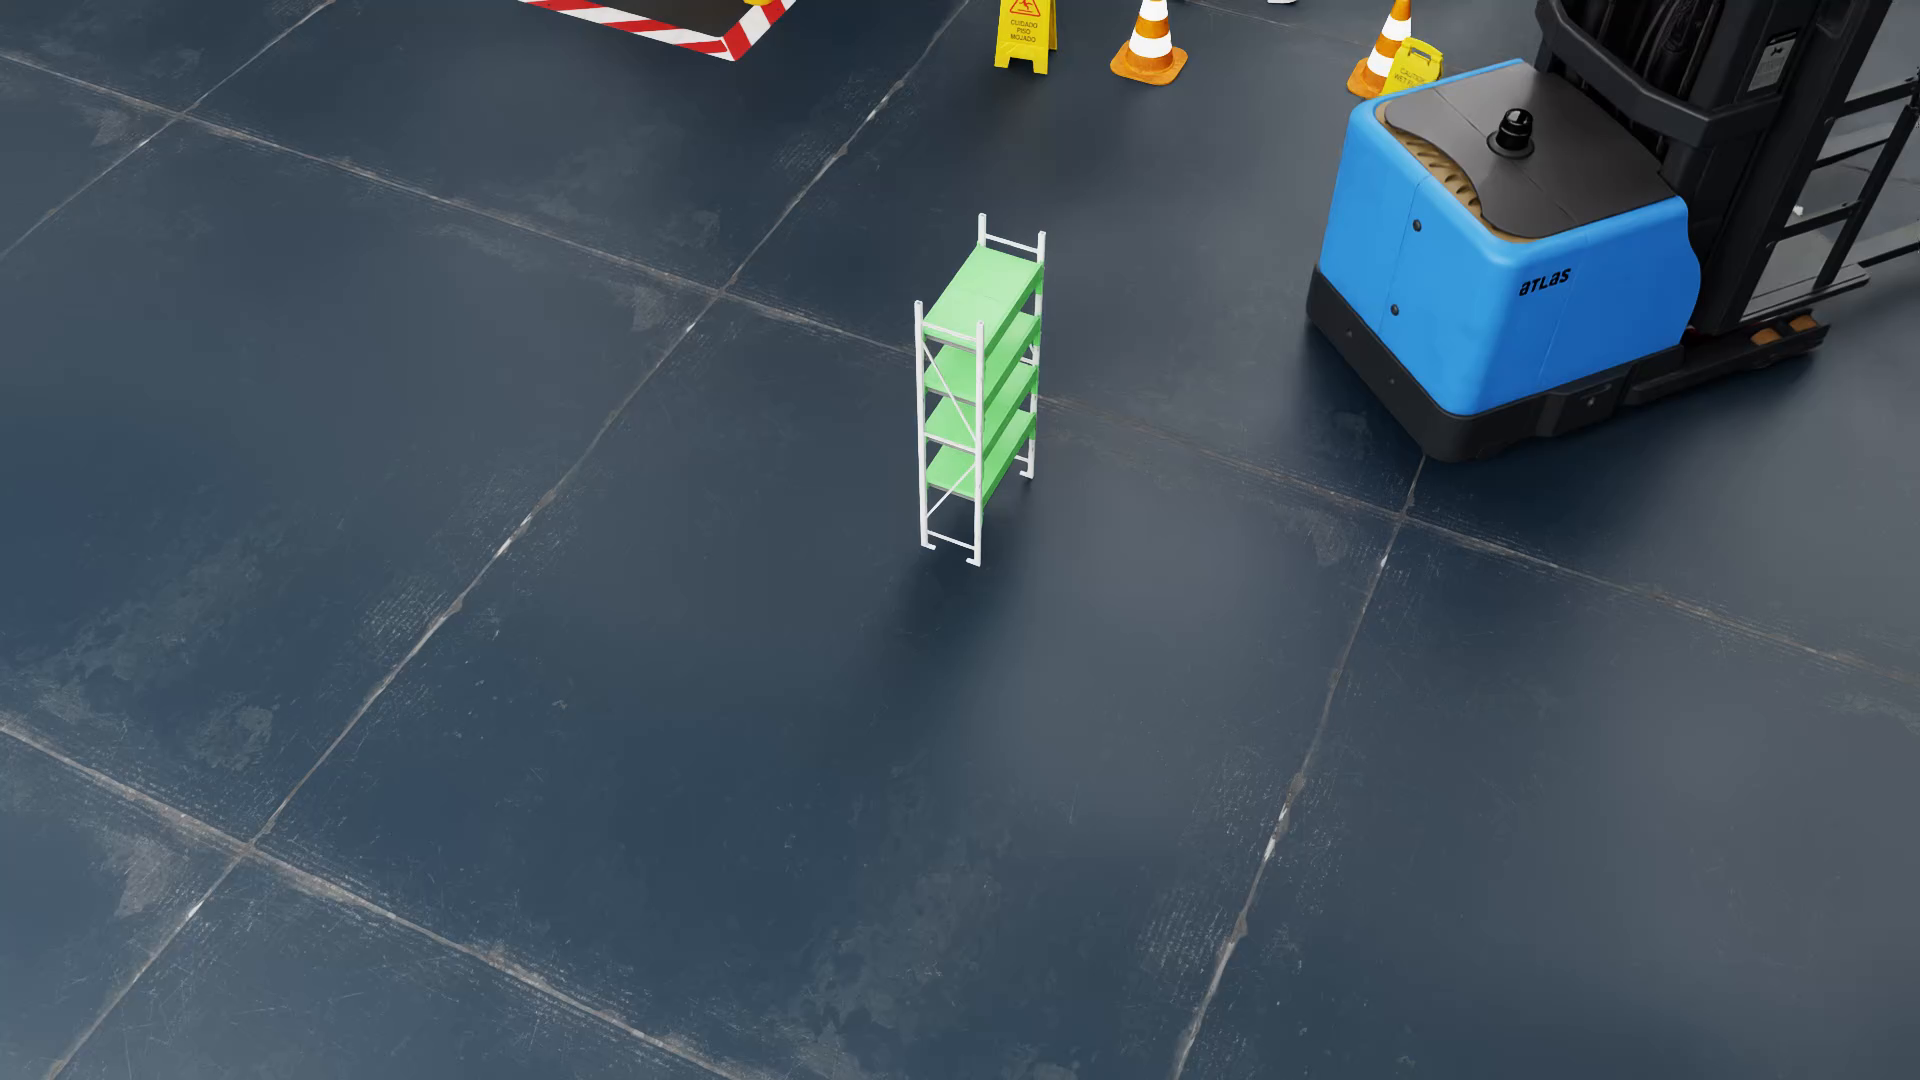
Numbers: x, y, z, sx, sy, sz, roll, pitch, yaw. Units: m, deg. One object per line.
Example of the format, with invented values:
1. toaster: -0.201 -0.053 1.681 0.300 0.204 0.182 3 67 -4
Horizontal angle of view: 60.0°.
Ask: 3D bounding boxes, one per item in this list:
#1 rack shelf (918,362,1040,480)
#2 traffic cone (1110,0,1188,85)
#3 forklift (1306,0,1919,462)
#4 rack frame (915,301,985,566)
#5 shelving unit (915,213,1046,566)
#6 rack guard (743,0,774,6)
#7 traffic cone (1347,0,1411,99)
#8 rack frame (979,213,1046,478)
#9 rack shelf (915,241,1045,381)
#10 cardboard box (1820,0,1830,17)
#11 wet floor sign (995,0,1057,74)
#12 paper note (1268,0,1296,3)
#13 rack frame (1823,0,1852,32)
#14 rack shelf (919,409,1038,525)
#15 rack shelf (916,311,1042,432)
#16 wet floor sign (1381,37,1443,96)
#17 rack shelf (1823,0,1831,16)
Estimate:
1. rack shelf: 0.071 -0.461 5.939 0.258 0.148 0.480 20 52 16
2. traffic cone: 0.940 -2.523 8.093 0.336 0.463 0.334 20 52 16
3. forklift: 3.014 -2.007 6.033 3.031 2.935 1.130 -19 52 -15
4. rack frame: -0.034 -0.335 5.747 0.240 1.200 0.015 20 52 16
5. shelving unit: 0.071 -0.503 5.890 0.258 1.200 0.503 20 52 16
6. rack guard: -1.458 -3.217 8.659 1.175 0.500 0.348 20 52 16
7. traffic cone: 2.089 -2.396 7.985 0.336 0.463 0.334 20 52 16
8. rack frame: 0.175 -0.671 6.033 0.240 1.200 0.015 20 52 16
9. rack shelf: 0.071 -0.772 5.573 0.258 0.148 0.480 20 52 16
10. cardboard box: 3.676 -2.473 7.422 0.500 0.500 0.500 18 52 15
11. wet floor sign: 0.331 -2.616 8.053 0.267 0.644 0.232 12 51 10
12. paper note: 1.675 -2.839 8.646 0.148 0.019 0.142 4 50 3
13. rack frame: 3.071 -2.502 6.410 1.000 3.000 0.127 20 52 16
14. rack shelf: 0.071 -0.306 6.121 0.258 0.148 0.480 20 52 16
15. rack shelf: 0.071 -0.617 5.756 0.258 0.148 0.480 20 52 16
16. wet floor sign: 2.023 -1.957 7.491 0.232 0.644 0.267 -37 59 -27
17. rack shelf: 3.926 -3.647 7.856 1.077 0.370 4.000 20 52 16
